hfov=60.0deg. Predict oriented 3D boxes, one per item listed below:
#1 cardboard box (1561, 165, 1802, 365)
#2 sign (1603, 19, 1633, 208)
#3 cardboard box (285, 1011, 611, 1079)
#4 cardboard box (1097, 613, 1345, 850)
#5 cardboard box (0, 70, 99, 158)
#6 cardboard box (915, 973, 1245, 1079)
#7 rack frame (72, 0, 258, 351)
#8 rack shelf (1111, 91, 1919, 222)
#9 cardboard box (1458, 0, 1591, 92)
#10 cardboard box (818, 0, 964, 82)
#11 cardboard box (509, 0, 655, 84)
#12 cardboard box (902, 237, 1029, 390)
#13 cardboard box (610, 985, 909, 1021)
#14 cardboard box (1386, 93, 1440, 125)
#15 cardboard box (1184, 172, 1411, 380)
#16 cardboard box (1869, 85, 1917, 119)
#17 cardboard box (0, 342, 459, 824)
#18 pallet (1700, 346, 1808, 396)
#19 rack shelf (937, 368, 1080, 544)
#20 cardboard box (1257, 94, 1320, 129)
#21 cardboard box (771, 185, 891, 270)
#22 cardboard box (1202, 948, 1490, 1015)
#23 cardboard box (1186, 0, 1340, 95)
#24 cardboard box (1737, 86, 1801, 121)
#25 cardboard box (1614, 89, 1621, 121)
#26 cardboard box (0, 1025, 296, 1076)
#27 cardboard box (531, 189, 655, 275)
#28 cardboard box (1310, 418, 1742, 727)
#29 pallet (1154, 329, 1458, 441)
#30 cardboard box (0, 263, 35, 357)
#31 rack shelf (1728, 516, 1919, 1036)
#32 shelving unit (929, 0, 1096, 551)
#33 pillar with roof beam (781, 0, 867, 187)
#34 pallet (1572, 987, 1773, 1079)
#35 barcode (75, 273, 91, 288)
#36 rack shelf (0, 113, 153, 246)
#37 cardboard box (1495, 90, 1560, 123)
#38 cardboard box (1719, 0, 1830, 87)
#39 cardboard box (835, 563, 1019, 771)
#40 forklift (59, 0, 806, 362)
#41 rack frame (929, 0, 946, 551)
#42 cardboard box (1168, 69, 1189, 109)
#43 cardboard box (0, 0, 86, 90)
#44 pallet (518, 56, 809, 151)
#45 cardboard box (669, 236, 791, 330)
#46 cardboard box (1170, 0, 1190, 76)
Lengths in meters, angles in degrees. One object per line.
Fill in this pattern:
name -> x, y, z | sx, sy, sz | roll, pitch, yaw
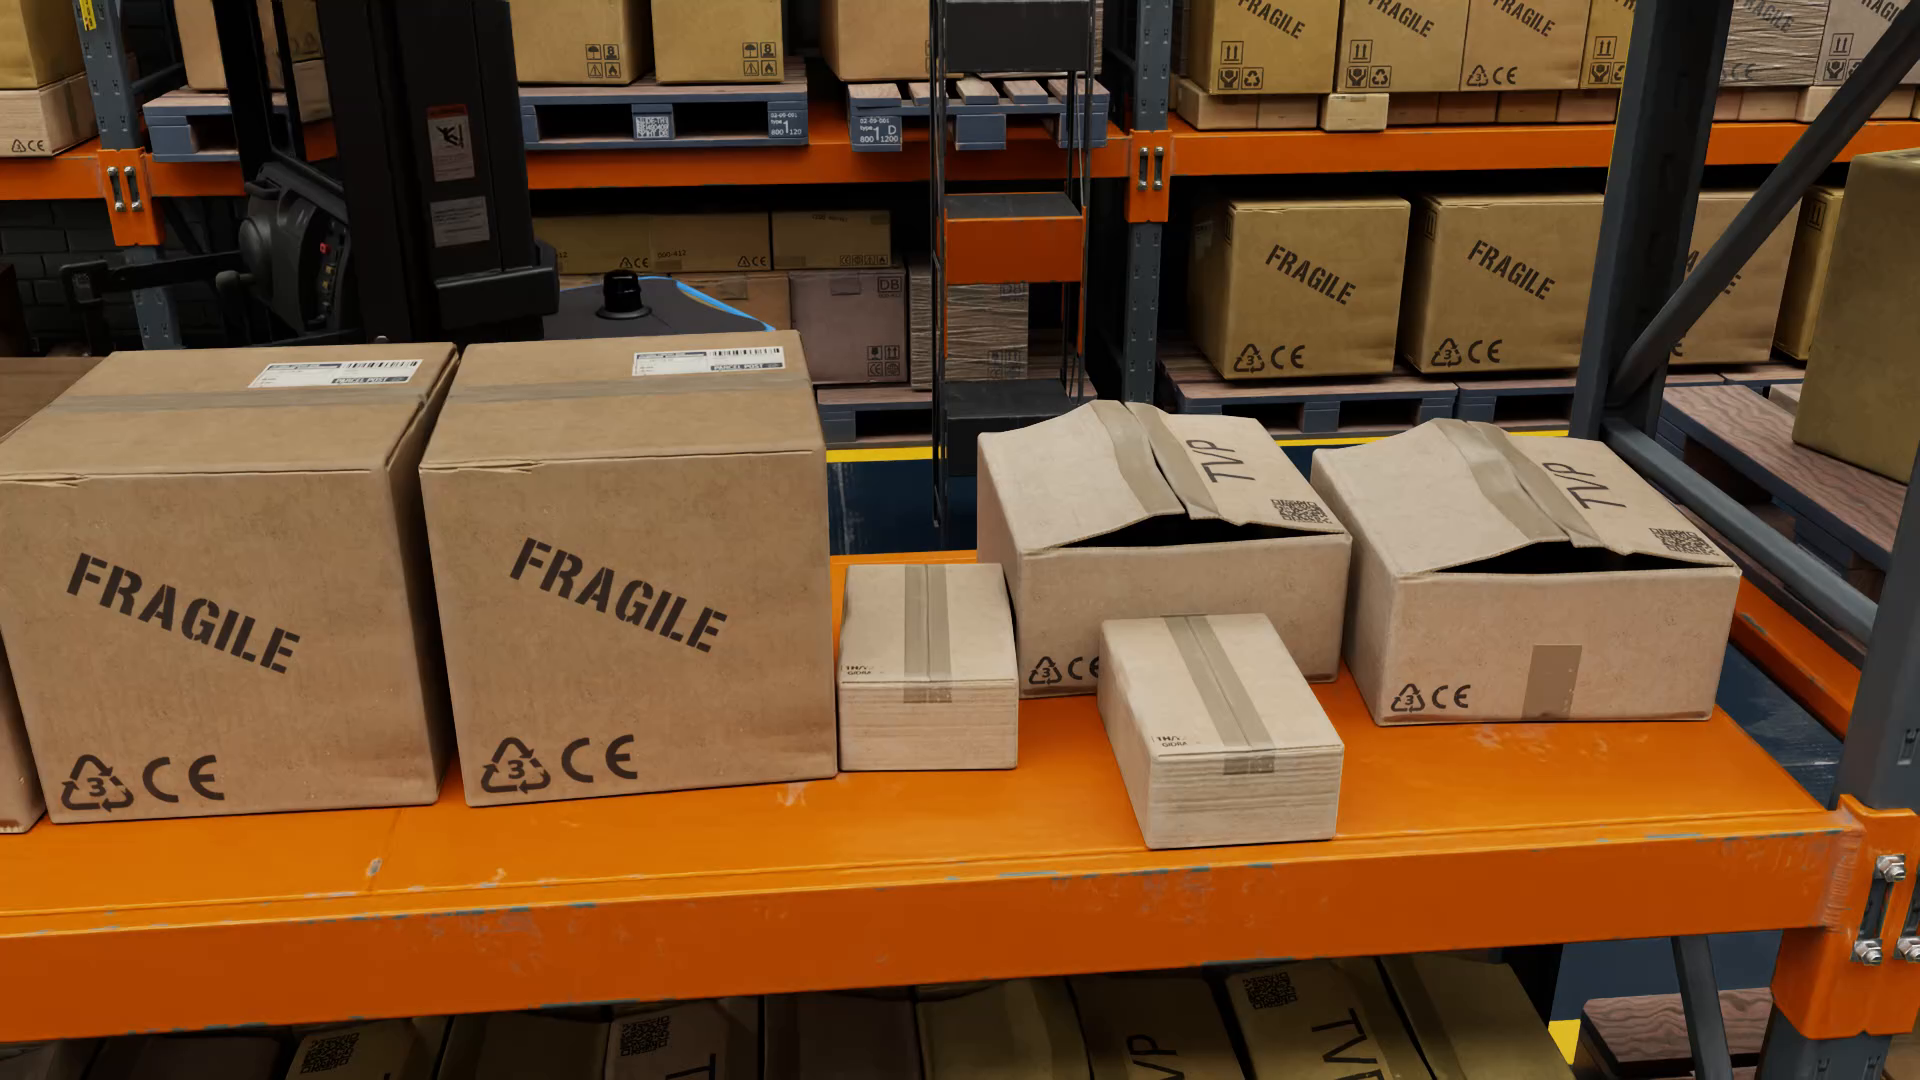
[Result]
cardboard box -> 3.186, -1.265, 7.532 | 0.750, 0.750, 0.750 | -2, 24, -4
sign -> 1.152, -0.721, 2.850 | 0.005, 0.325, 0.100 | -2, 24, -5
cardboard box -> -0.801, 0.982, 2.526 | 0.500, 0.311, 0.500 | -2, 24, -4
cardboard box -> 0.347, 0.254, 2.295 | 0.250, 0.149, 0.380 | -2, 24, -5
cardboard box -> -3.698, -1.650, 6.430 | 0.500, 0.250, 0.500 | -2, 24, -5
cardboard box -> 0.201, 0.944, 2.612 | 0.500, 0.311, 0.500 | -3, 24, -6
rack frame -> -3.257, -1.851, 6.722 | 0.127, 3.000, 1.000 | -2, 24, -5
rack shelf -> 2.714, -1.762, 7.407 | 4.000, 0.370, 1.077 | -2, 24, -5
cardboard box -> 2.248, -2.154, 6.889 | 0.500, 0.500, 0.500 | -2, 24, -5
cardboard box -> -0.296, -2.201, 6.845 | 0.500, 0.500, 0.700 | -5, 24, -10
cardboard box -> -1.538, -2.163, 6.758 | 0.500, 0.500, 0.700 | 1, 24, 2
cardboard box -> 0.013, -1.020, 7.387 | 0.500, 0.500, 0.700 | -2, 24, -4
cardboard box -> -0.365, 0.746, 3.057 | 0.500, 0.311, 0.500 | -3, 24, -7
cardboard box -> 1.837, -1.867, 7.043 | 0.250, 0.149, 0.380 | -3, 24, -6
cardboard box -> 1.469, -1.197, 7.379 | 0.750, 0.750, 0.750 | -3, 24, -6
cardboard box -> 3.885, -1.925, 7.173 | 0.250, 0.149, 0.380 | -2, 24, -3
cardboard box -> -0.978, 0.040, 2.343 | 0.500, 0.500, 0.500 | -2, 24, -5
pallet -> 3.944, -0.835, 7.869 | 1.213, 0.211, 1.003 | -2, 24, -5
rack shelf -> 0.165, -0.314, 6.128 | 0.480, 0.518, 0.431 | -2, 24, -5
cardboard box -> 1.326, -1.831, 6.961 | 0.250, 0.149, 0.380 | -2, 24, -4
cardboard box -> -0.561, -1.365, 7.241 | 0.500, 0.250, 0.500 | -2, 24, -4
cardboard box -> 0.664, 0.702, 3.156 | 0.500, 0.311, 0.500 | -1, 24, -3
cardboard box -> 1.232, -2.117, 6.807 | 0.500, 0.500, 0.500 | -2, 24, -4
cardboard box -> 3.378, -1.908, 7.134 | 0.250, 0.149, 0.380 | -2, 24, -5
cardboard box -> 2.862, -1.898, 7.112 | 0.250, 0.149, 0.380 | -2, 24, -3
cardboard box -> -1.377, 0.785, 2.969 | 0.500, 0.311, 0.500 | -2, 24, -5
cardboard box -> -1.571, -1.330, 7.162 | 0.500, 0.250, 0.500 | -3, 24, -7
cardboard box -> 0.848, 0.029, 2.602 | 0.500, 0.311, 0.500 | -1, 24, -2
pallet -> 1.516, -0.738, 7.649 | 1.213, 0.211, 1.003 | -2, 24, -5
cardboard box -> -4.286, -0.852, 7.010 | 0.500, 0.500, 0.500 | -4, 24, -9
rack shelf -> 3.205, 0.240, 2.902 | 4.000, 0.370, 1.077 | -2, 24, -5
shelving unit -> 0.165, -0.966, 5.838 | 0.503, 2.100, 0.431 | -2, 24, -5
pillar with roof beam -> -0.232, -3.310, 2.617 | 0.400, 9.000, 9.100 | -2, 24, -5
pallet -> 1.961, 1.251, 3.175 | 1.213, 0.211, 1.003 | -2, 24, -5
barcode -> -3.818, -1.132, 7.245 | 0.075, 0.075, 0.001 | -2, 24, -5
rack shelf -> -5.247, -1.443, 6.688 | 4.000, 0.370, 1.077 | -2, 24, -5
cardboard box -> 2.352, -1.887, 7.088 | 0.250, 0.149, 0.380 | -2, 24, -4
cardboard box -> 3.262, -2.200, 6.992 | 0.500, 0.500, 0.500 | -2, 24, -5
cardboard box -> -0.049, 0.180, 2.462 | 0.250, 0.149, 0.380 | -1, 24, -1
forklift -> -1.944, -0.765, 4.364 | 3.031, 2.935, 1.130 | -16, 29, -32
rack frame -> -0.078, -0.956, 5.816 | 0.015, 2.100, 0.400 | -2, 24, -5
cardboard box -> 1.023, -2.022, 7.390 | 0.250, 0.149, 0.380 | -2, 24, -4
cardboard box -> -3.697, -1.990, 6.272 | 0.500, 0.500, 0.500 | -2, 24, -5
pallet -> -1.242, -1.828, 6.905 | 1.213, 0.211, 1.003 | -2, 24, -5
cardboard box -> -1.003, -1.015, 7.376 | 0.500, 0.500, 0.700 | -2, 24, -5
cardboard box -> 1.168, -2.327, 7.278 | 0.500, 0.500, 0.500 | -2, 24, -5
